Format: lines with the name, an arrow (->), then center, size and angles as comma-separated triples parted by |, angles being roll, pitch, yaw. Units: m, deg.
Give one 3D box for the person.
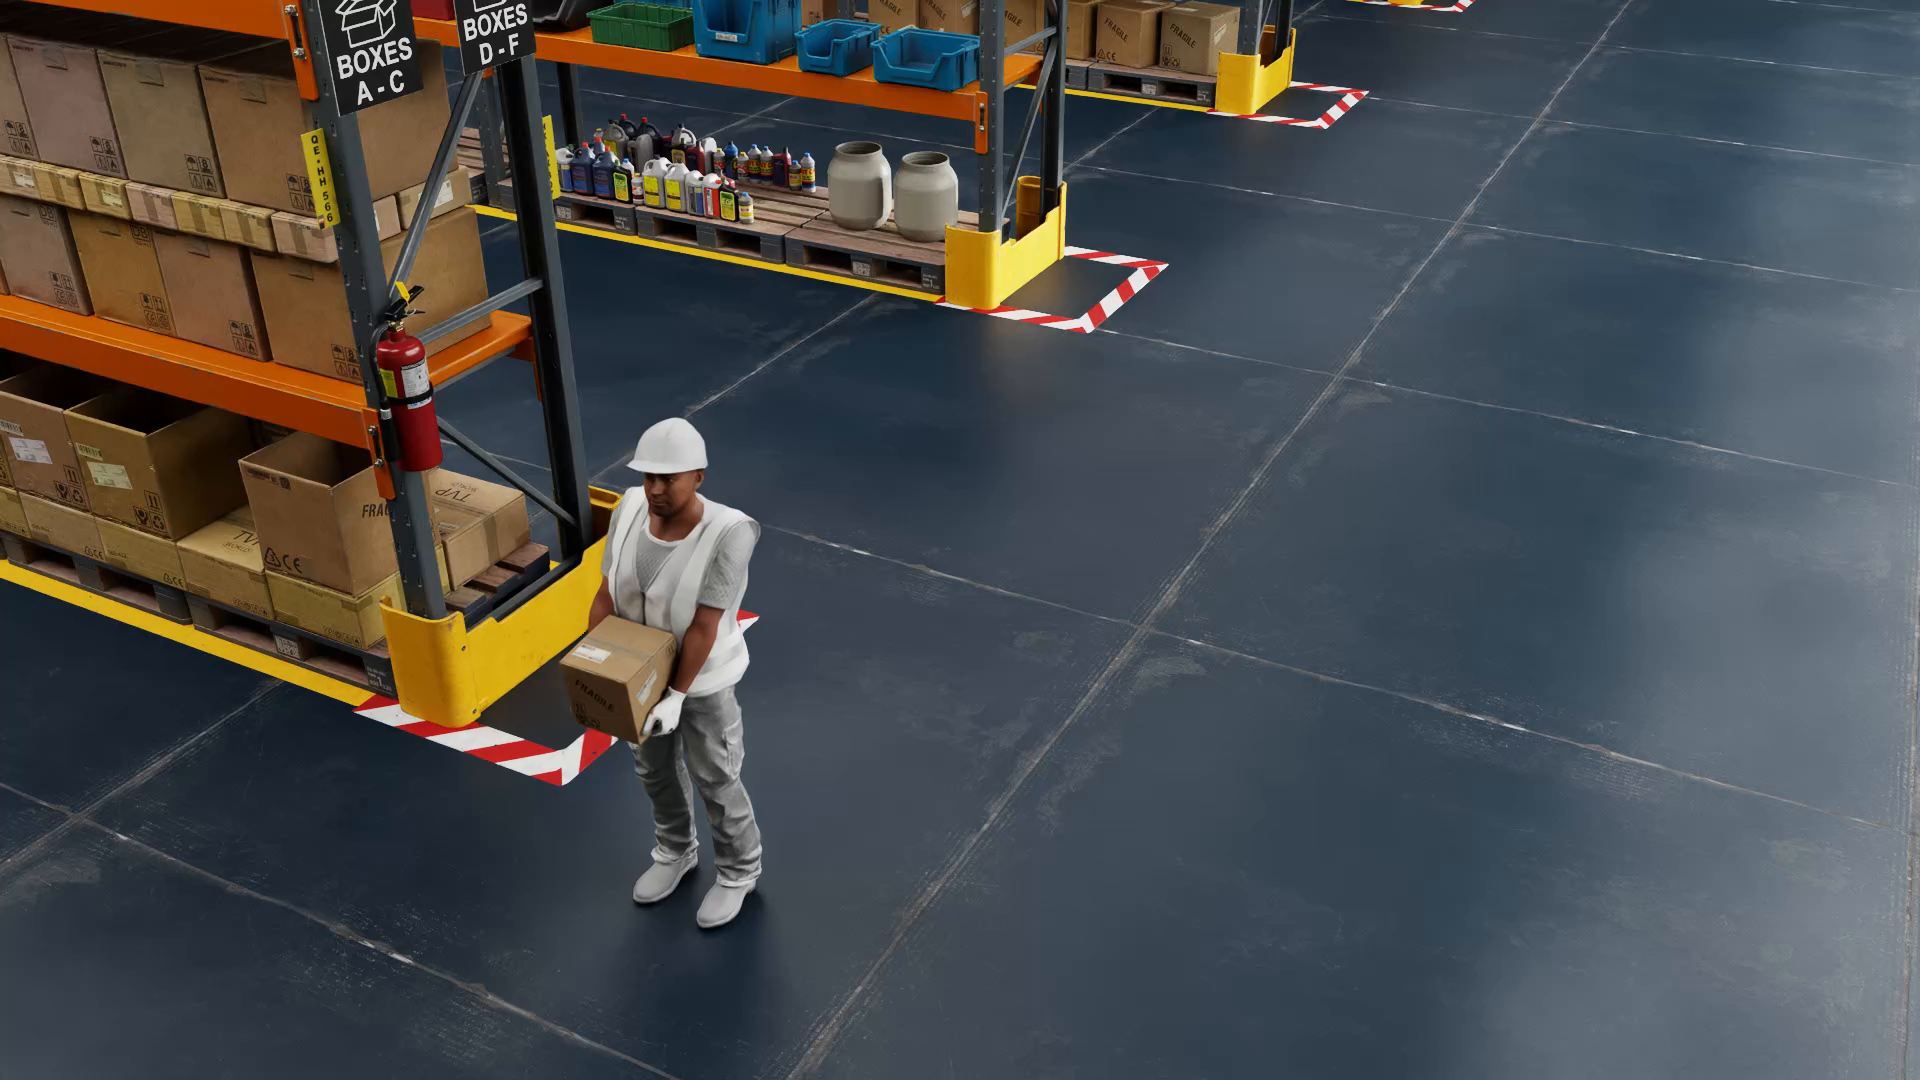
person -> -0.928, 0.477, 5.276 | 0.489, 1.781, 0.565 | 15, 33, 24
